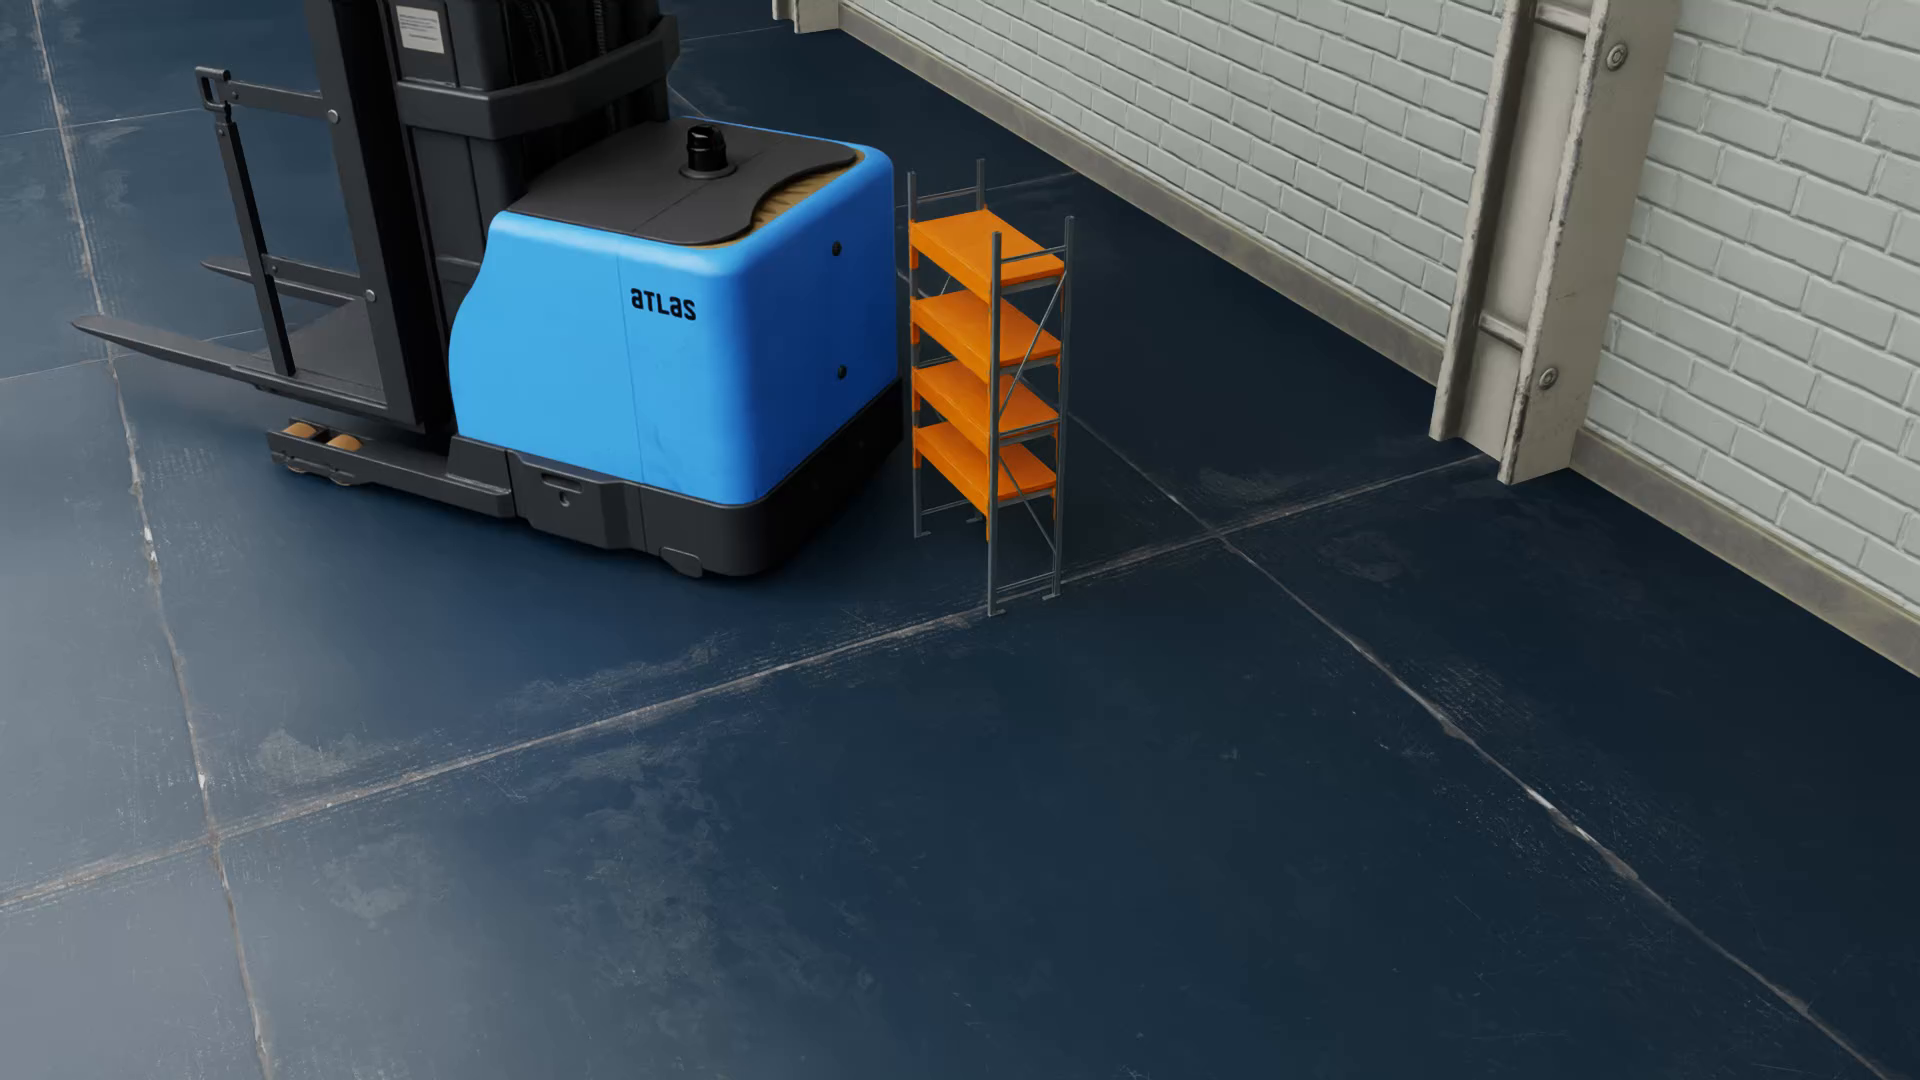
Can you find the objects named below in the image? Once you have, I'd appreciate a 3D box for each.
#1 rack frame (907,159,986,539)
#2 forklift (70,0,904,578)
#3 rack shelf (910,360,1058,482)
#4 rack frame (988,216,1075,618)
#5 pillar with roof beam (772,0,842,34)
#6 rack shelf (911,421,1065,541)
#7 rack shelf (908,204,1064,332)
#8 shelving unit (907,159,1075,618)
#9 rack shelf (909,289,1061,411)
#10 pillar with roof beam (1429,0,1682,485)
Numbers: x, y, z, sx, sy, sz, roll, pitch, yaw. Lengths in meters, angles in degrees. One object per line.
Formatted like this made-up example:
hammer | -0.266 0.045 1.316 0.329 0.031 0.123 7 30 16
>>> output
rack frame | -0.037 -0.543 4.985 0.240 1.200 0.015 -16 36 -23
forklift | -1.749 -1.654 5.115 3.031 2.935 1.130 14 35 21
rack shelf | 0.077 -0.370 4.839 0.258 0.148 0.480 -16 36 -23
rack frame | 0.191 -0.310 4.621 0.240 1.200 0.015 -16 36 -23
pillar with roof beam | -4.740 -5.883 6.091 9.100 9.000 0.400 -16 36 -23
rack shelf | 0.077 -0.202 4.946 0.258 0.148 0.480 -16 36 -23
rack shelf | 0.077 -0.757 4.591 0.258 0.148 0.480 -16 36 -23
shelving unit | 0.077 -0.426 4.803 0.258 1.200 0.503 -16 36 -23
rack shelf | 0.077 -0.558 4.719 0.258 0.148 0.480 -16 36 -23
pillar with roof beam | -1.942 -3.020 1.622 9.100 9.000 0.400 -16 36 -23
